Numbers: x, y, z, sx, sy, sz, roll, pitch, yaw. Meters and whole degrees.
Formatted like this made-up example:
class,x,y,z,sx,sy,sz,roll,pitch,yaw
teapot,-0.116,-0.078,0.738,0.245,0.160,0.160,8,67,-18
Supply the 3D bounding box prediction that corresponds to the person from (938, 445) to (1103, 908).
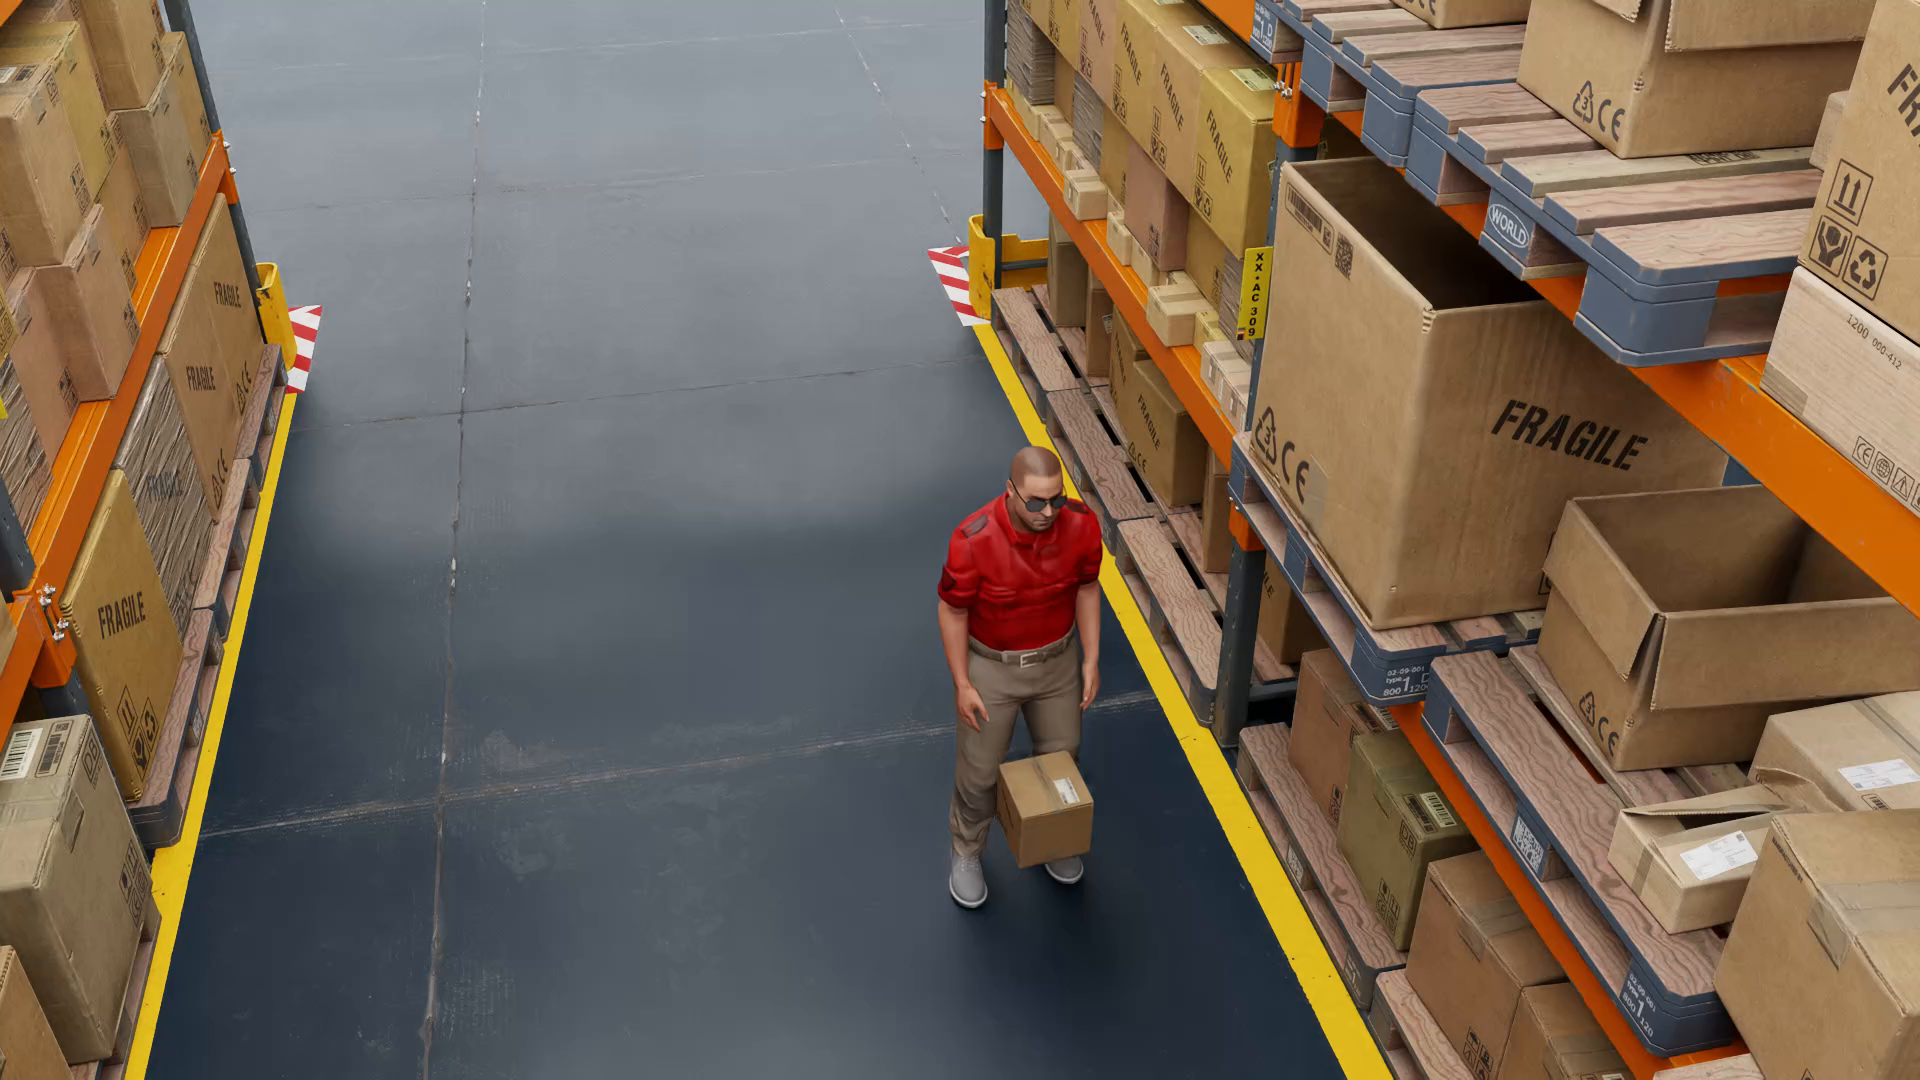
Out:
class,x,y,z,sx,sy,sz,roll,pitch,yaw
person,0.206,0.433,5.513,0.563,1.730,0.391,-10,35,-15
